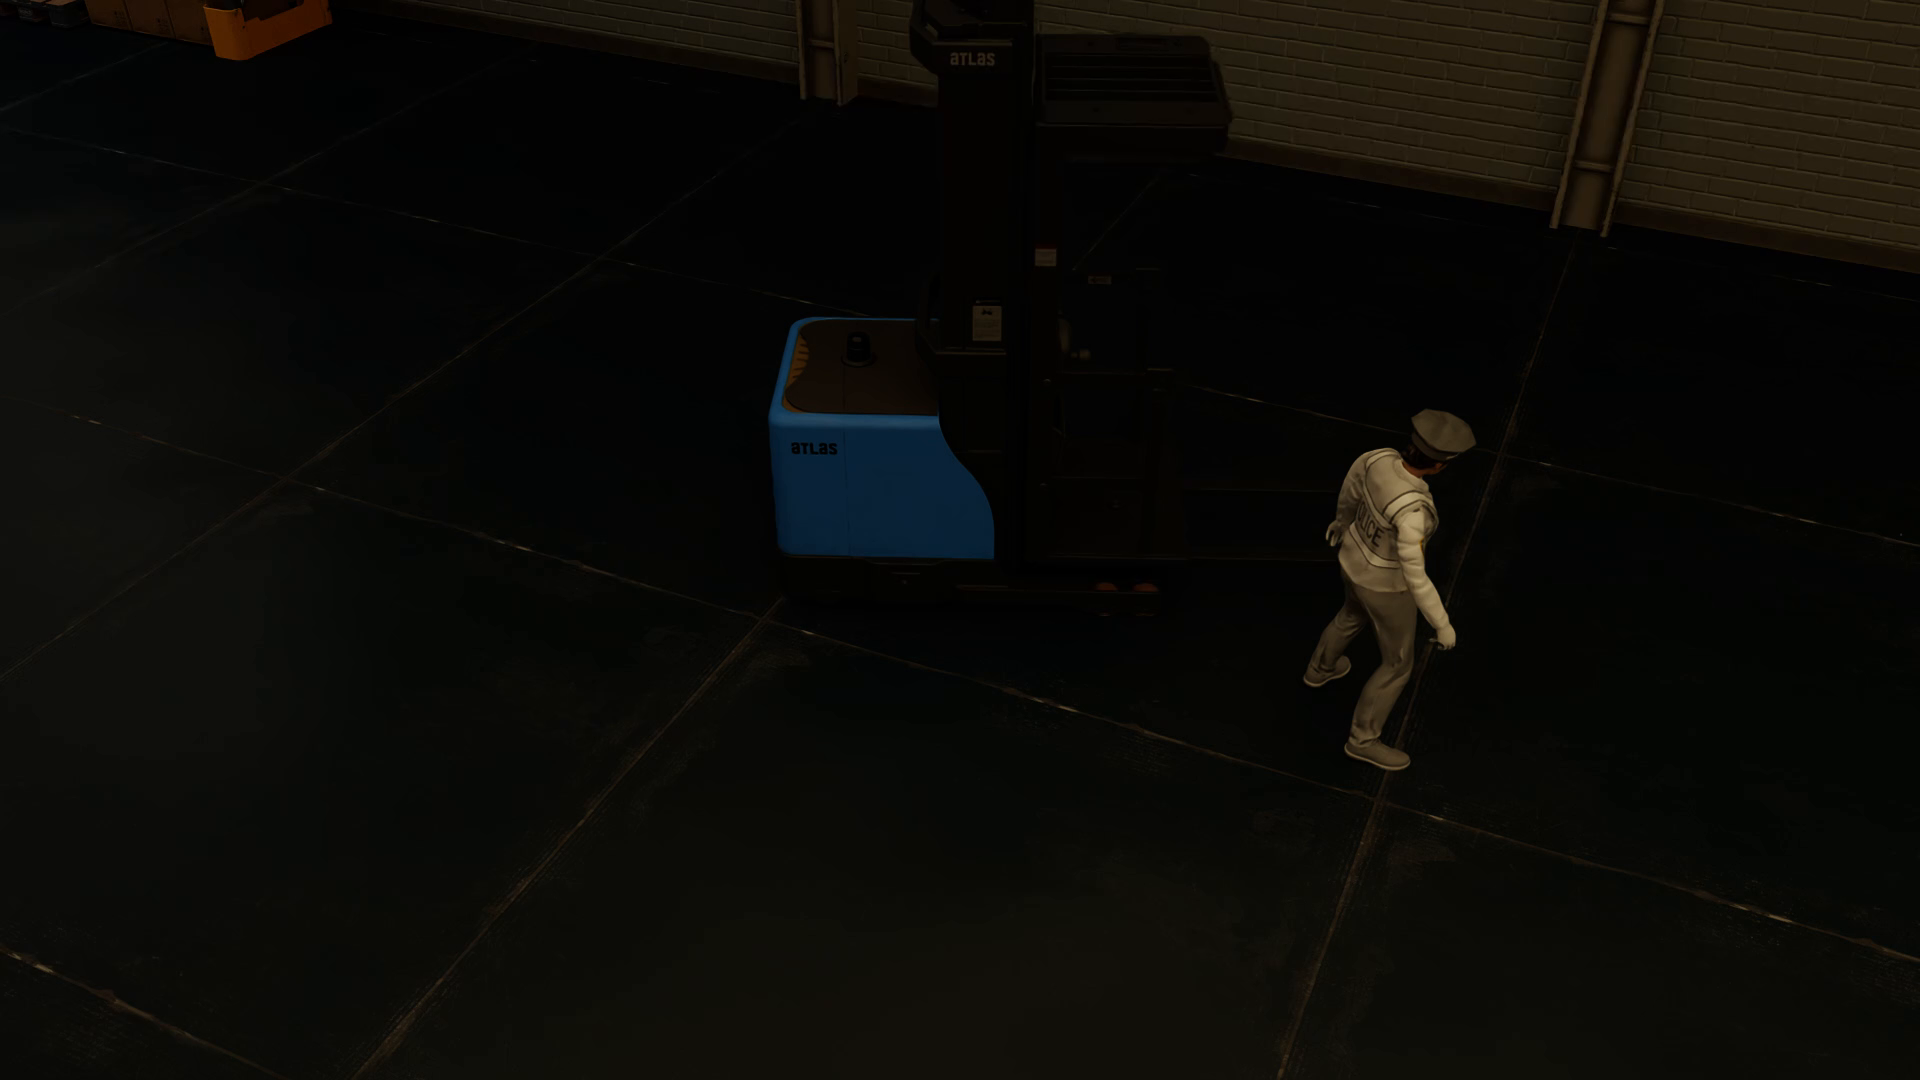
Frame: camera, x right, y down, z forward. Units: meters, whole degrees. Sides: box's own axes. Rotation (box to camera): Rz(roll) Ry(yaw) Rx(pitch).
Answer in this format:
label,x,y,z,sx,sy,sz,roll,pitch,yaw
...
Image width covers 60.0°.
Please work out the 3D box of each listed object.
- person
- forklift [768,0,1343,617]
label,x,y,z,sx,sy,sz,roll,pitch,yaw
person,1.794,0.153,7.001,0.383,1.635,0.833,-7,36,-10
forklift,0.635,-1.134,7.676,3.031,2.935,1.130,1,36,2
